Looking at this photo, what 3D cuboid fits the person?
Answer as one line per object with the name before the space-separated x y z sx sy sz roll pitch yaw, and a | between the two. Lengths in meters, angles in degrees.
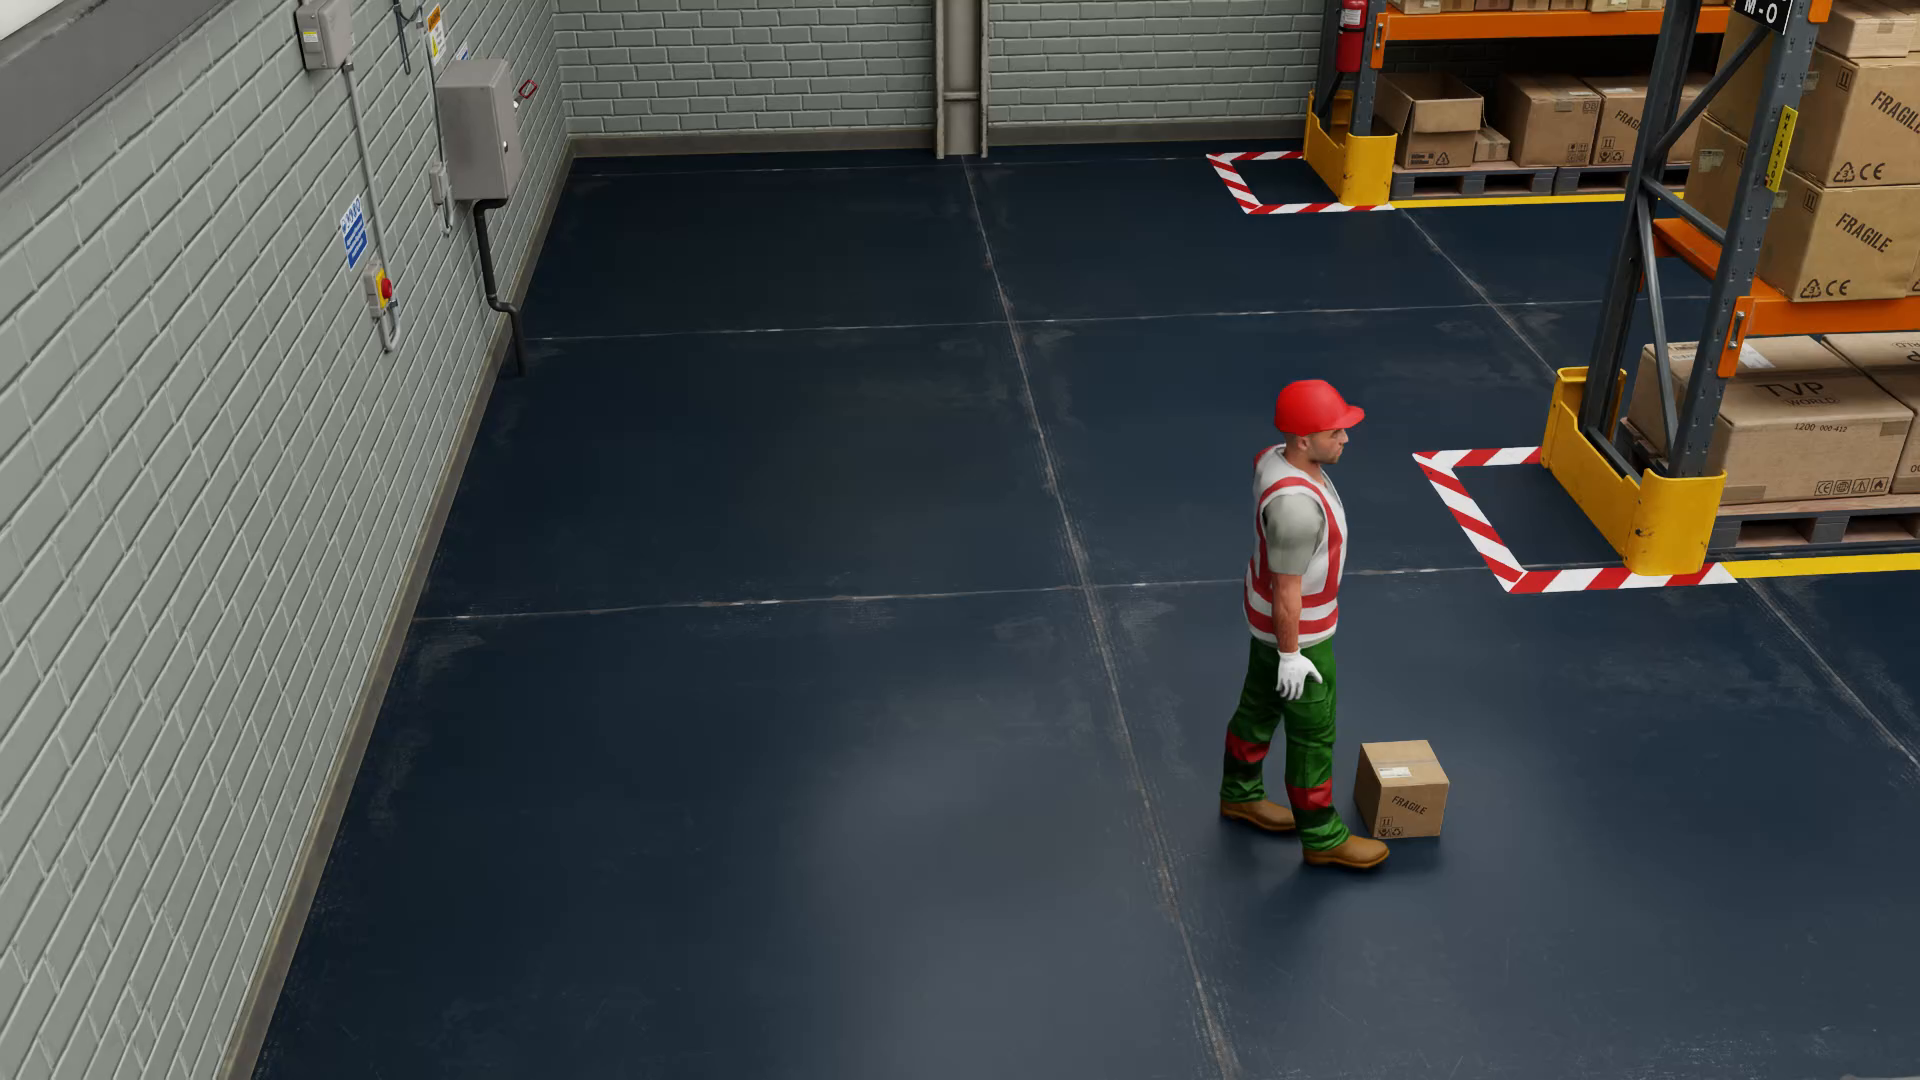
person | 1.243 0.285 5.623 0.593 1.788 0.546 3 31 5
